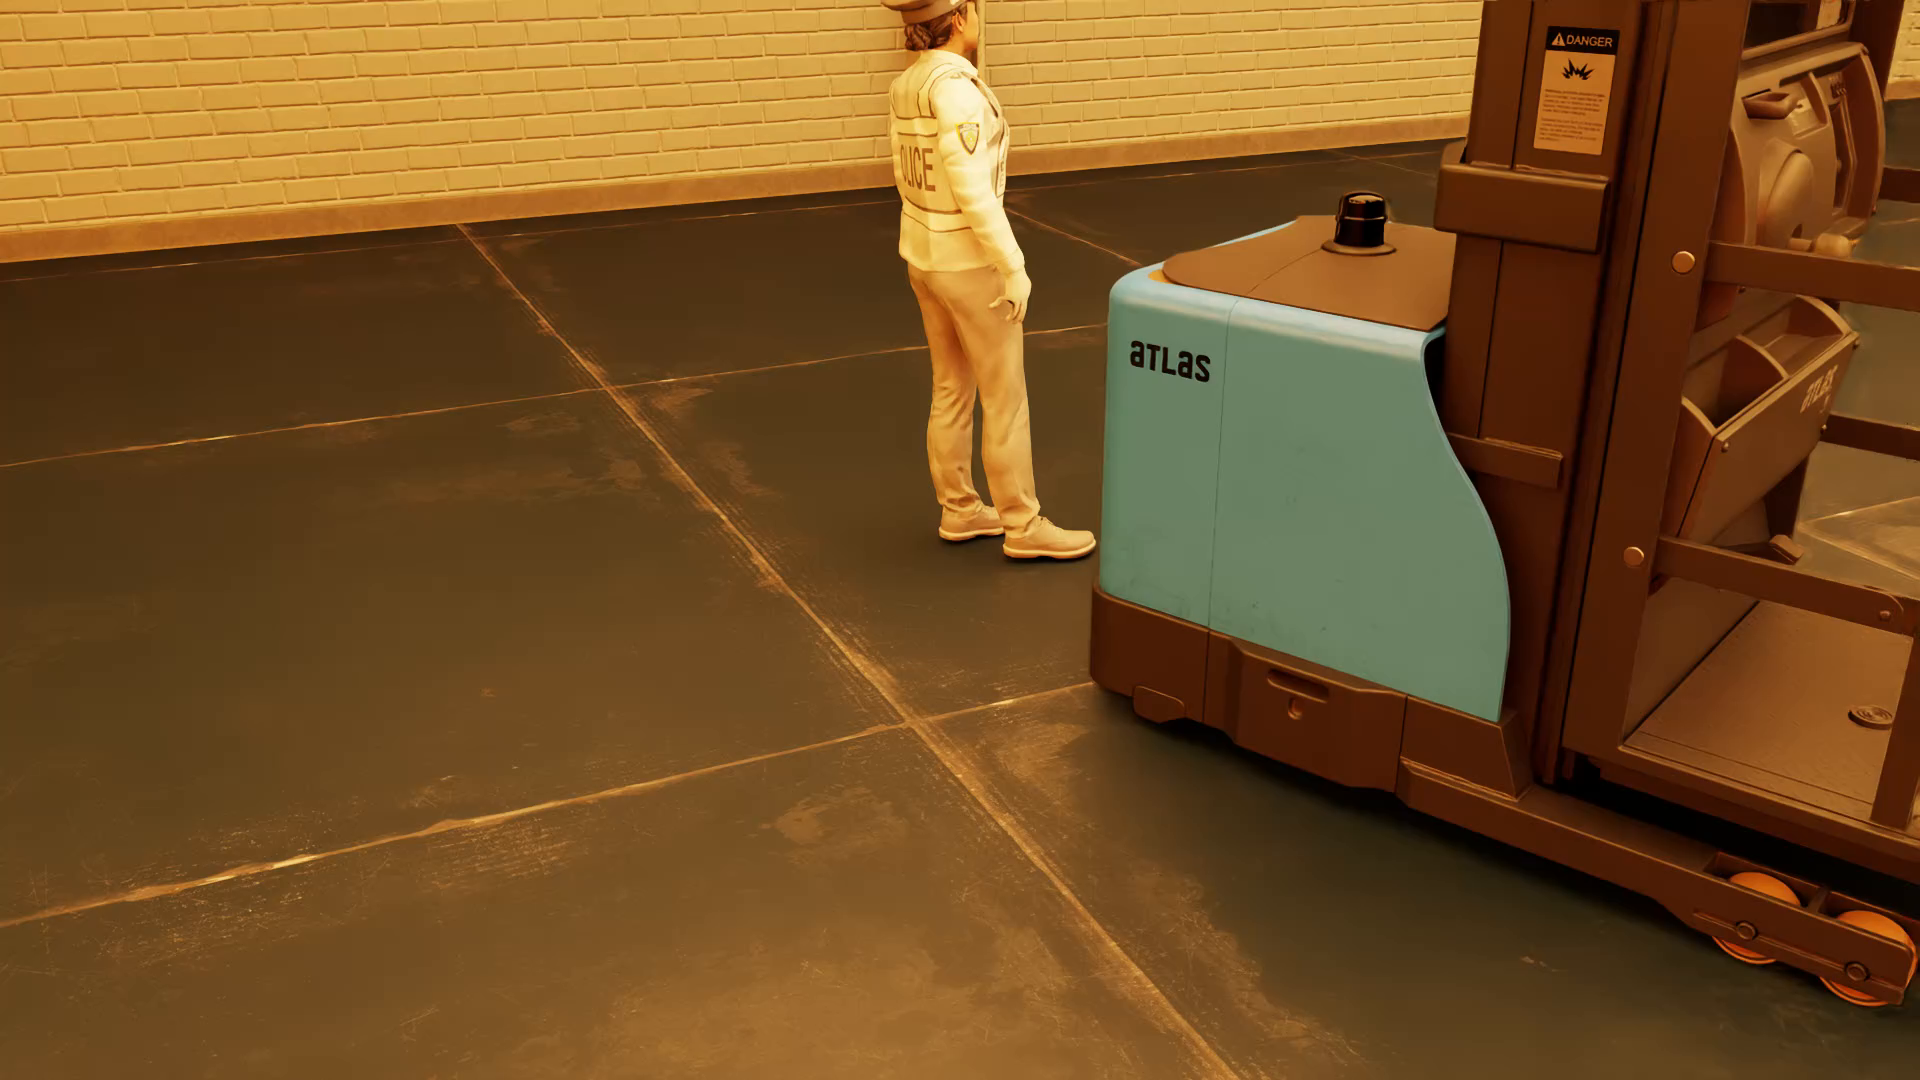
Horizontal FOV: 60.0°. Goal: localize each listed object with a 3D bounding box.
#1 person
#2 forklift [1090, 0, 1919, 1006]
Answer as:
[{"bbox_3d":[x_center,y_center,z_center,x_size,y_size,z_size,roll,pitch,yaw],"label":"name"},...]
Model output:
[{"bbox_3d":[0.065,-0.798,4.800,0.531,1.695,0.588,-10,25,-23],"label":"person"},{"bbox_3d":[1.772,-0.729,3.041,3.031,2.935,1.130,18,29,37],"label":"forklift"}]
